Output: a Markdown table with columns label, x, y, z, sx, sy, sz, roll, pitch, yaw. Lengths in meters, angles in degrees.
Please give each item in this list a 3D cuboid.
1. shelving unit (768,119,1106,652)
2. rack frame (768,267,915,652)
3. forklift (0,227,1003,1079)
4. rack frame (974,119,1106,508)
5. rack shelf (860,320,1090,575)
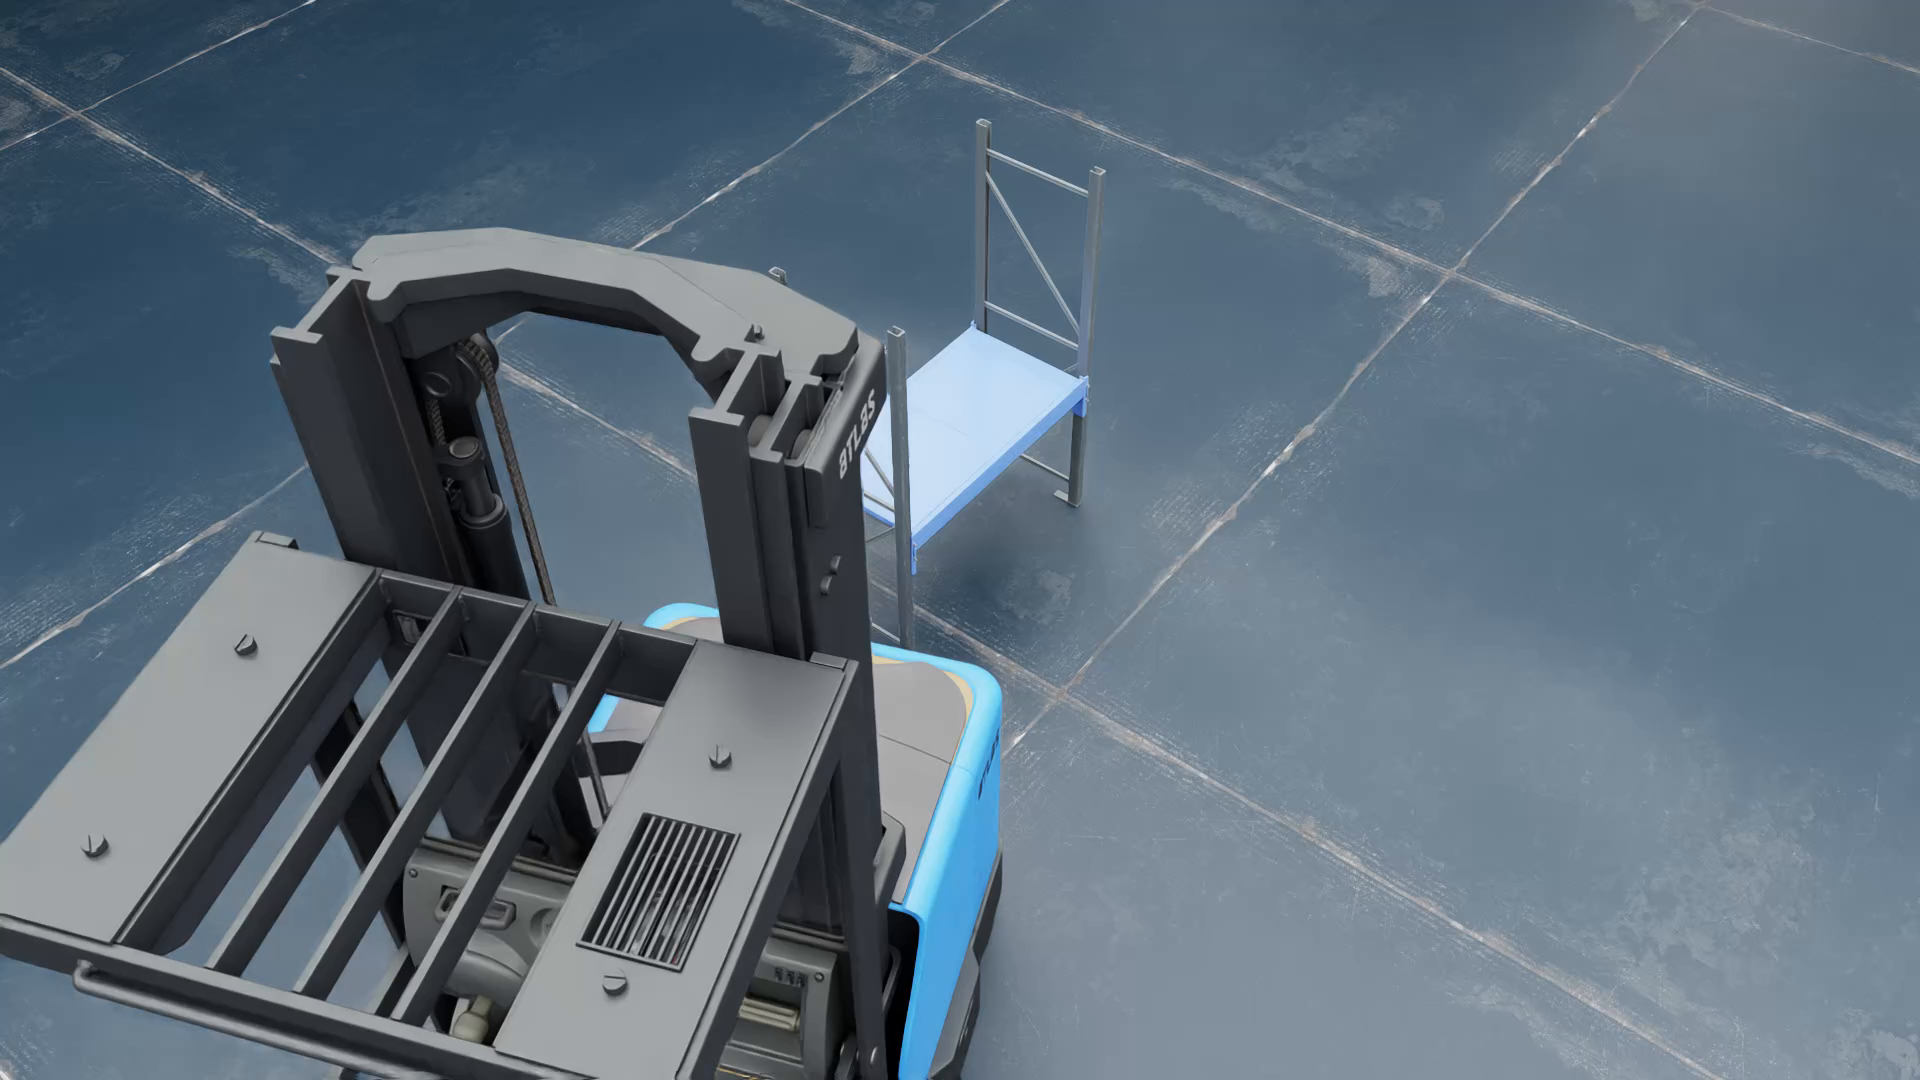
| label | x | y | z | sx | sy | sz | roll | pitch | yaw |
| --- | --- | --- | --- | --- | --- | --- | --- | --- | --- |
| shelving unit | -0.052 | -0.469 | 5.661 | 0.538 | 1.500 | 1.048 | 29 | 53 | 25 |
| rack frame | -0.363 | -0.178 | 5.383 | 0.500 | 1.500 | 0.032 | 29 | 53 | 25 |
| forklift | -0.762 | 1.009 | 3.259 | 1.130 | 2.935 | 3.031 | 11 | 47 | 11 |
| rack frame | 0.259 | -0.760 | 5.939 | 0.500 | 1.500 | 0.032 | 29 | 53 | 25 |
| rack shelf | -0.052 | -0.345 | 5.791 | 0.538 | 0.185 | 1.000 | 29 | 53 | 25 |
